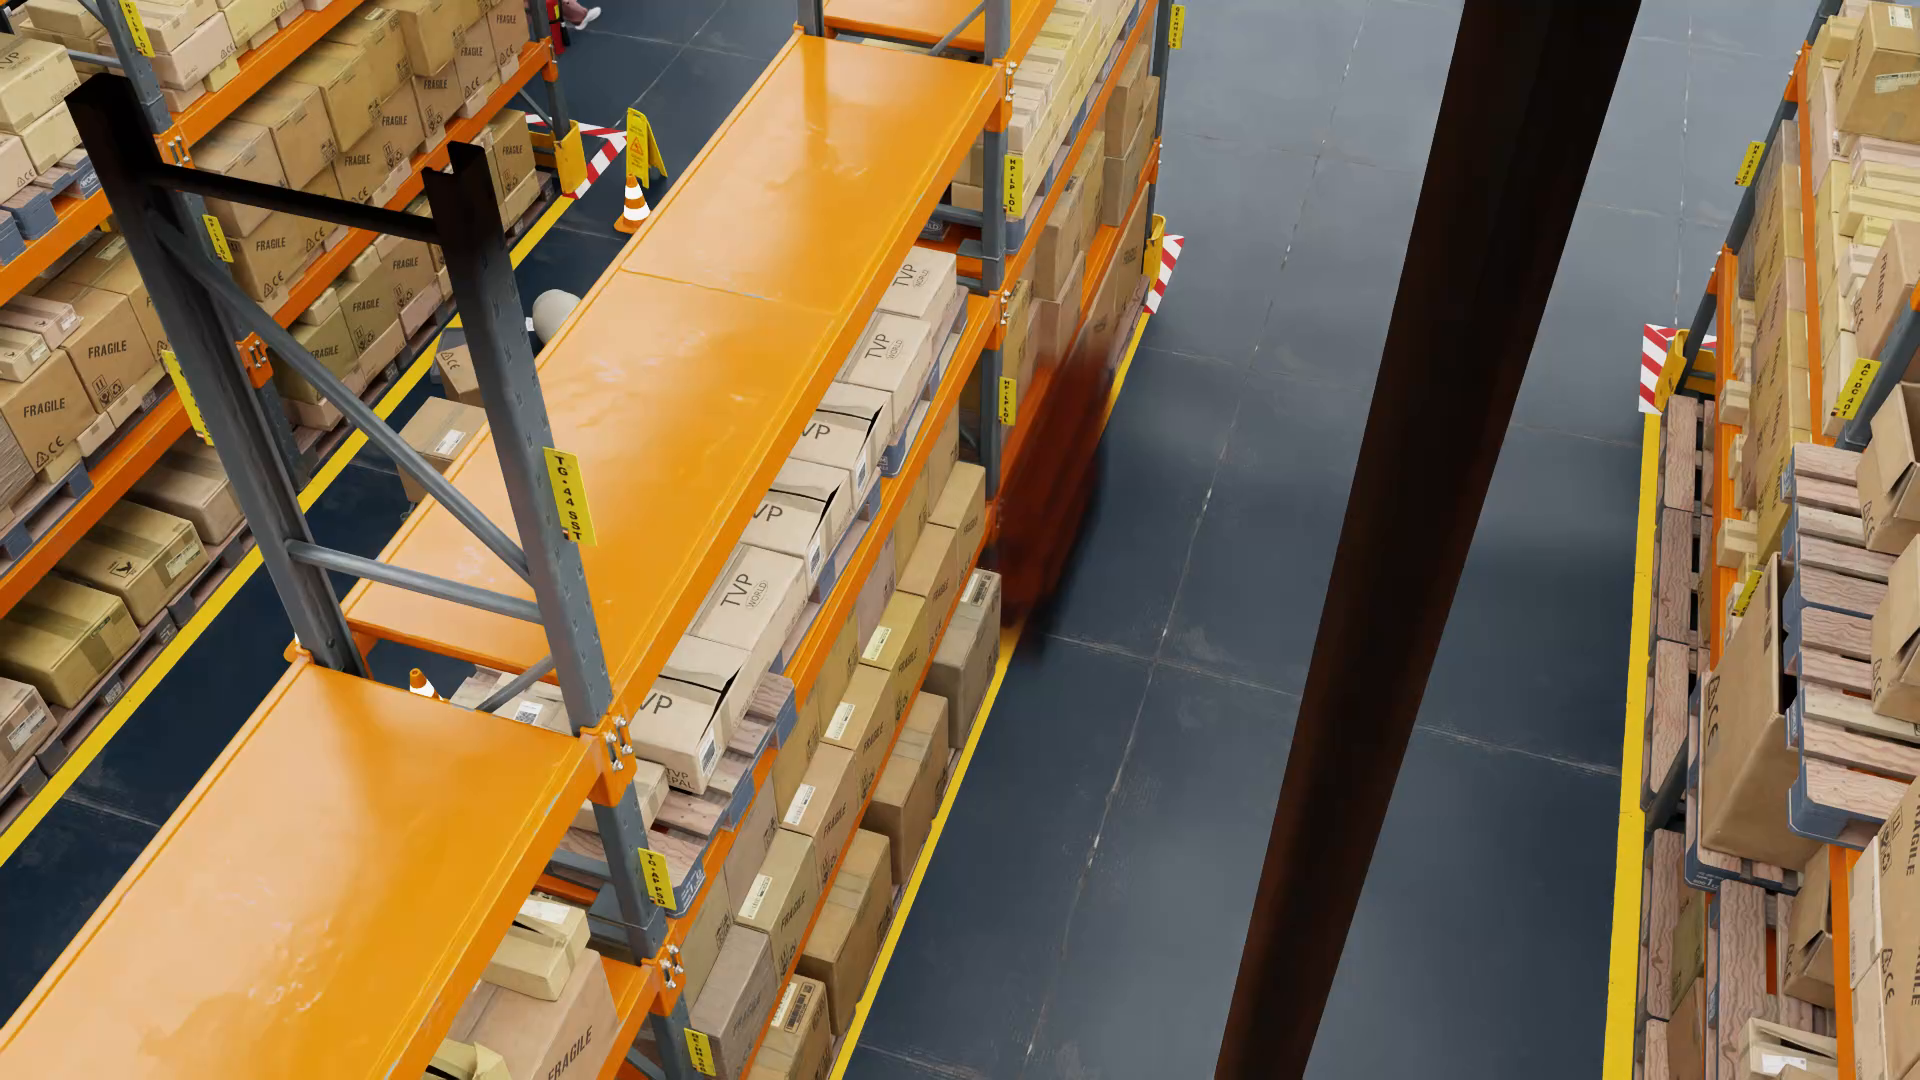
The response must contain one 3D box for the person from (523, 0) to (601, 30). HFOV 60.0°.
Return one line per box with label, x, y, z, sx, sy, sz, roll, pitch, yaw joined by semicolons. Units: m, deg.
person;-3.804;-5.234;15.092;1.070;1.611;0.472;-22;50;-20
